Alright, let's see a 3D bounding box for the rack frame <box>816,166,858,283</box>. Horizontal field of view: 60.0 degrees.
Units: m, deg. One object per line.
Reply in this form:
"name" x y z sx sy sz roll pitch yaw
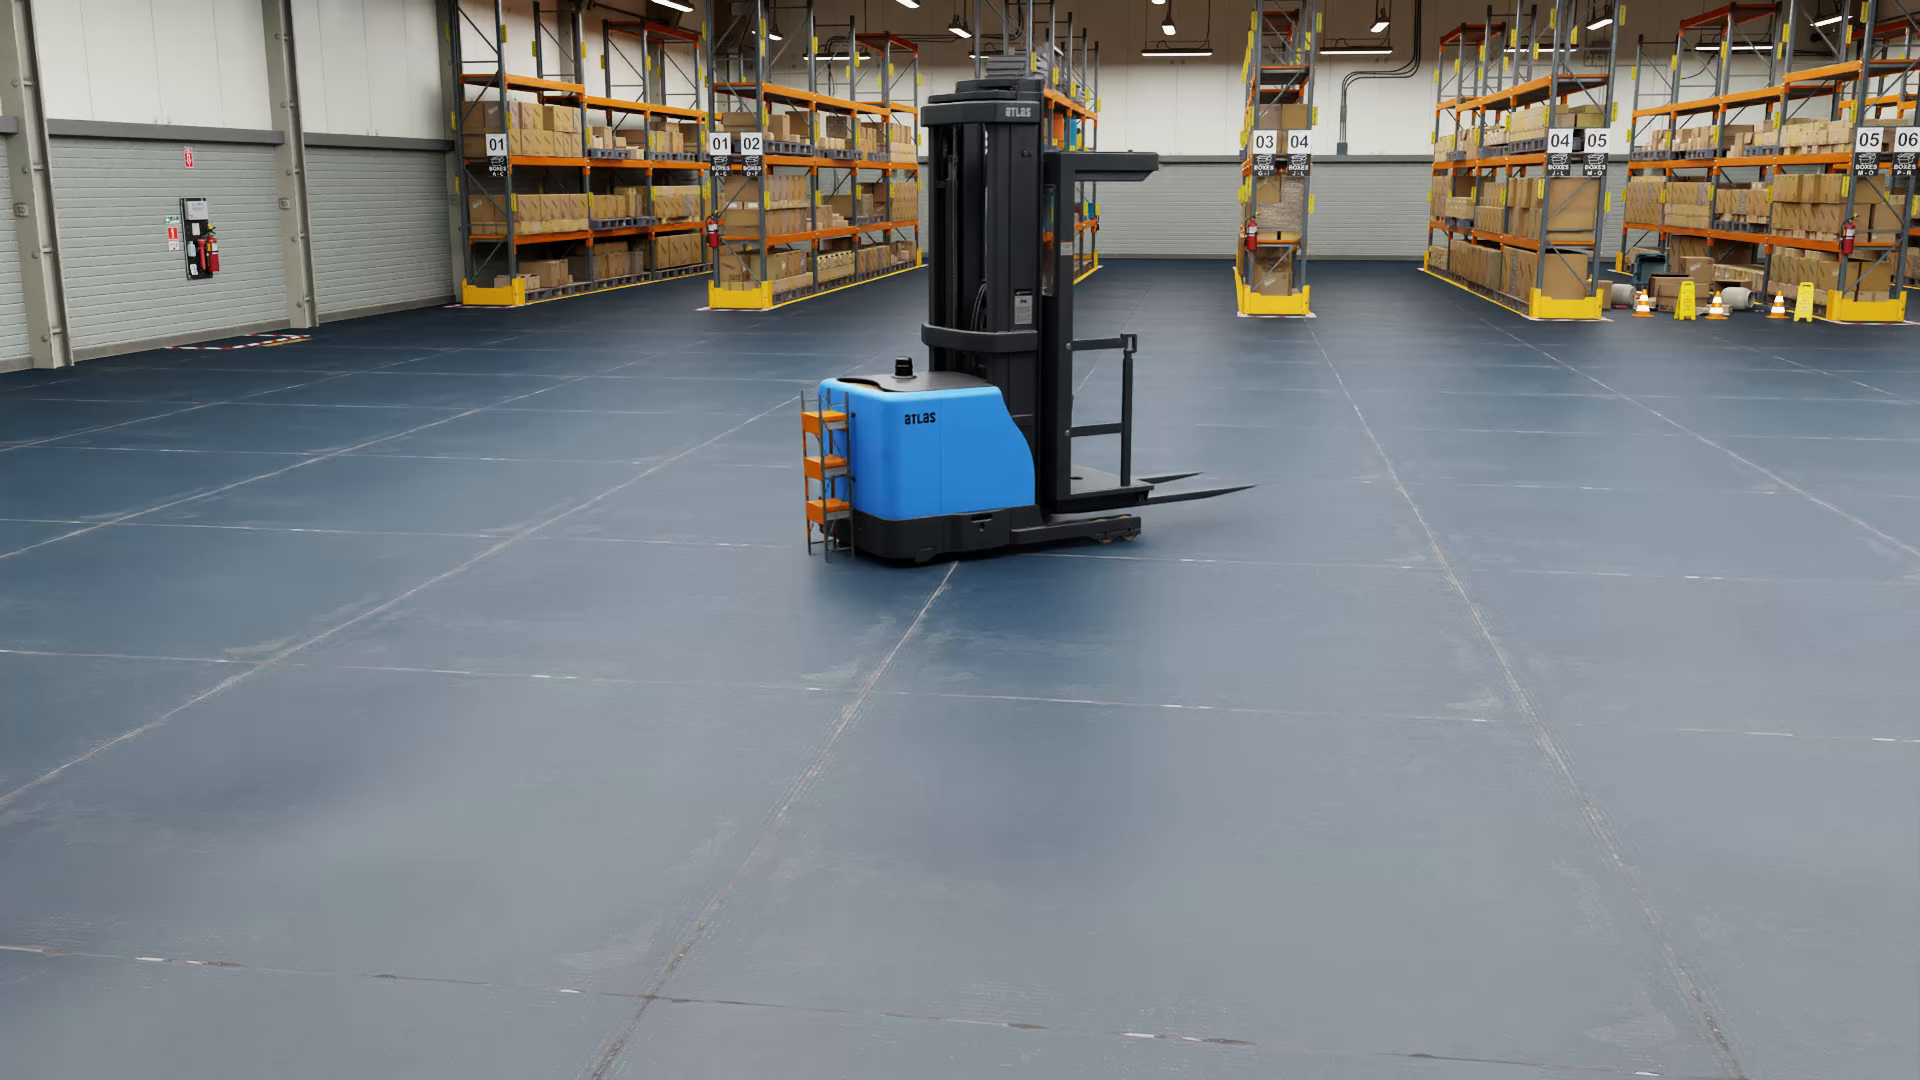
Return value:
"rack frame" -2.897 -7.518 38.757 1.000 3.000 0.127 2 12 9

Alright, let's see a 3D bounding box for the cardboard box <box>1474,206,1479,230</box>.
"cardboard box" 11.440 -6.978 36.017 0.500 0.500 0.500 2 12 9

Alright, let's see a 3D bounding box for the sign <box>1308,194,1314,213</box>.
"sign" 6.197 -5.936 29.364 0.100 0.325 0.005 2 12 9

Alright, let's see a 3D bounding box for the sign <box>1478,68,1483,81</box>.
"sign" 13.552 -12.124 43.297 0.100 0.325 0.005 2 12 9

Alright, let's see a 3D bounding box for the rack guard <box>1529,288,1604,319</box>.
"rack guard" 10.542 -4.122 28.933 1.175 0.500 0.348 2 12 9

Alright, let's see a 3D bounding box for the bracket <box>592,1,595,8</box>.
"bracket" -8.432 -12.202 37.708 0.235 0.232 0.430 2 12 9

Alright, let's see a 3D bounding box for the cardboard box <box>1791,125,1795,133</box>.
"cardboard box" 15.636 -7.611 30.772 0.380 0.149 0.250 1 12 7

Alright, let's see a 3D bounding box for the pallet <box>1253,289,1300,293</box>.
"pallet" 6.207 -4.859 33.040 1.003 0.211 1.213 2 12 9

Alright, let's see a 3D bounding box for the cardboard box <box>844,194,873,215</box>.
"cardboard box" -2.493 -8.235 40.850 0.700 0.500 0.500 -1 12 -6

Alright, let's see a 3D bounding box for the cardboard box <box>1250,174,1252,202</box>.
"cardboard box" 5.572 -6.440 30.441 0.500 0.500 0.500 2 12 9

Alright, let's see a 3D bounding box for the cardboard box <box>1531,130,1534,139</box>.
"cardboard box" 10.419 -7.239 29.704 0.380 0.149 0.250 2 12 8

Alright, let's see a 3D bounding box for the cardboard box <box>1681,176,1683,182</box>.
"cardboard box" 17.179 -8.688 40.037 0.380 0.149 0.250 2 12 10

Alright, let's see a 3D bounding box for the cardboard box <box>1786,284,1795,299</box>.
"cardboard box" 15.560 -4.567 30.596 0.500 0.250 0.500 2 12 8

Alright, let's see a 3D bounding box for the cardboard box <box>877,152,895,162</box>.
"cardboard box" -1.963 -9.837 42.753 0.500 0.250 0.500 2 12 9

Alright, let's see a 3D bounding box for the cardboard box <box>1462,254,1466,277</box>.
"cardboard box" 11.703 -6.251 37.815 0.500 0.500 0.500 2 12 11

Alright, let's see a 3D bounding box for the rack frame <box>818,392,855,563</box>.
"rack frame" -0.762 -0.385 10.273 0.200 1.050 0.008 -9 15 -30

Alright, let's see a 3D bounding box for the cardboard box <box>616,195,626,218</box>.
"cardboard box" -8.024 -7.583 37.778 0.700 0.500 0.500 2 12 9

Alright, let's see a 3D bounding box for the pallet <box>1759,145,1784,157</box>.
"pallet" 16.268 -7.542 32.194 1.213 0.211 1.003 2 12 9

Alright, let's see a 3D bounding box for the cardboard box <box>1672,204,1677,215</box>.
"cardboard box" 16.899 -7.687 38.710 0.500 0.250 0.500 2 12 10

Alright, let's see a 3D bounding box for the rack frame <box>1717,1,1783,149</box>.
"rack frame" 16.683 -9.807 35.142 1.000 3.000 0.127 2 12 9

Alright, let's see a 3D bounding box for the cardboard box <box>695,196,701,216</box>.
"cardboard box" -6.999 -8.610 42.834 0.500 0.500 0.500 2 12 8

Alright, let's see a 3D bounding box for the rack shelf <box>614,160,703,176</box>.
"rack shelf" -7.485 -9.208 41.189 1.077 0.370 4.000 2 12 9

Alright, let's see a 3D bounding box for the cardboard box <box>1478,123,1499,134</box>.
"cardboard box" 11.582 -8.996 36.443 0.396 0.266 0.258 2 12 9

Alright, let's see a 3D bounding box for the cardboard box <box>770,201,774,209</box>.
"cardboard box" -3.777 -6.400 31.793 0.380 0.149 0.250 2 12 9

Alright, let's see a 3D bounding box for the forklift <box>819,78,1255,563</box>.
"forklift" 0.608 -1.497 10.982 3.031 2.935 1.130 -7 14 -30

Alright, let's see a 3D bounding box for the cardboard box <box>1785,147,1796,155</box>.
"cardboard box" 15.679 -7.276 31.112 0.380 0.149 0.250 2 12 9

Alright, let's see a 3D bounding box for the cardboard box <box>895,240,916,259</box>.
"cardboard box" -1.507 -8.055 46.139 0.500 0.500 0.500 2 12 9

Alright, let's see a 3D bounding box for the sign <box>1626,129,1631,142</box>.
"sign" 17.366 -10.492 43.174 0.100 0.325 0.005 2 12 9

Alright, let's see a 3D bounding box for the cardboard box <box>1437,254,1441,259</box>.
"cardboard box" 12.531 -7.319 42.897 0.380 0.149 0.250 1 12 6

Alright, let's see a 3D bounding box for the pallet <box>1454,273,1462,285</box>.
"pallet" 12.088 -6.067 38.644 1.003 0.211 1.213 2 12 9

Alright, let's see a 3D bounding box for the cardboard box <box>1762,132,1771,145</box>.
"cardboard box" 16.097 -7.872 32.639 0.500 0.250 0.500 2 12 9

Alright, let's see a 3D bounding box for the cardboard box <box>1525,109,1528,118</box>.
"cardboard box" 10.535 -7.788 30.358 0.380 0.149 0.250 2 12 8

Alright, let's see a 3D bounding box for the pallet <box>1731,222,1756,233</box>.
"pallet" 16.419 -6.368 33.876 1.003 0.211 1.213 2 12 9

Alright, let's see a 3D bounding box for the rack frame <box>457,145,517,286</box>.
"rack frame" -9.023 -6.012 31.770 1.000 3.000 0.127 2 12 9

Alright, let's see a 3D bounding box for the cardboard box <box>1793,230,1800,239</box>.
"cardboard box" 15.496 -5.598 30.446 0.380 0.149 0.250 2 12 9

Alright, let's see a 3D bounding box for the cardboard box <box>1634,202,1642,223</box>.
"cardboard box" 17.409 -8.287 42.089 0.500 0.500 0.500 2 12 8

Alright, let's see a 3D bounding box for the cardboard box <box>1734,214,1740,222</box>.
"cardboard box" 16.262 -6.673 34.437 0.380 0.149 0.250 3 12 12

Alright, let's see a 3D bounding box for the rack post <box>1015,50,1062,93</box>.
"rack post" 1.588 -9.967 35.408 0.935 0.934 2.738 2 12 9

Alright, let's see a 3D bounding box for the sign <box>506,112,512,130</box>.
"sign" -8.487 -7.888 31.281 0.100 0.325 0.005 2 12 9

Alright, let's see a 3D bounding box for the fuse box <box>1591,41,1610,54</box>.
"fuse box" 18.503 -14.214 47.994 0.513 0.334 0.176 2 12 9

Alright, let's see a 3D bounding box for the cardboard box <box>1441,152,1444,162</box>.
"cardboard box" 12.443 -9.663 41.948 0.500 0.250 0.500 2 12 8

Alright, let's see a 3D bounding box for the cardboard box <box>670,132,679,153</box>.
"cardboard box" -7.443 -9.943 41.608 0.700 0.500 0.500 2 12 8

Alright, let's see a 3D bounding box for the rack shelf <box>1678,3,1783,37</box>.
"rack shelf" 16.990 -11.497 36.799 1.077 0.370 4.000 2 12 9

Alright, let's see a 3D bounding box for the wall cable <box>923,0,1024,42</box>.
"wall cable" 0.392 -16.428 50.446 3.097 2.526 0.112 2 12 9

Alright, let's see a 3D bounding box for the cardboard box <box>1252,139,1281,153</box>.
"cardboard box" 5.484 -7.032 29.740 0.500 0.250 0.500 2 12 10

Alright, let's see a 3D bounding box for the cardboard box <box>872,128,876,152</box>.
"cardboard box" -2.432 -10.017 41.763 0.600 0.600 0.600 1 12 3

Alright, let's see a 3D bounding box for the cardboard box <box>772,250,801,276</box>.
"cardboard box" -3.529 -5.601 33.614 0.500 0.500 0.500 2 12 9

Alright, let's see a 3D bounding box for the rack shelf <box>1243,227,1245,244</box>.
"rack shelf" 6.583 -6.428 35.407 1.077 0.370 4.000 2 12 9

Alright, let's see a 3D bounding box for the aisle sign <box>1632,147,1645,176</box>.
"aisle sign" 17.638 -9.835 43.340 0.394 0.787 0.004 2 12 9

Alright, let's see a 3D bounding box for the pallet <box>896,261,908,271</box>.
"pallet" -1.990 -7.385 44.759 1.003 0.211 1.213 2 12 9

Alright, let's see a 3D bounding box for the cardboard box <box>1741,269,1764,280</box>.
"cardboard box" 16.253 -5.222 33.344 0.950 0.372 0.625 3 12 12

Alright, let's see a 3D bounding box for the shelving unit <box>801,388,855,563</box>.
"shelving unit" -0.825 -0.407 10.375 0.215 1.050 0.252 -9 15 -30

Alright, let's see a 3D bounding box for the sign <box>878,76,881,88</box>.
"sign" -2.203 -12.629 45.827 0.100 0.325 0.005 2 12 9
